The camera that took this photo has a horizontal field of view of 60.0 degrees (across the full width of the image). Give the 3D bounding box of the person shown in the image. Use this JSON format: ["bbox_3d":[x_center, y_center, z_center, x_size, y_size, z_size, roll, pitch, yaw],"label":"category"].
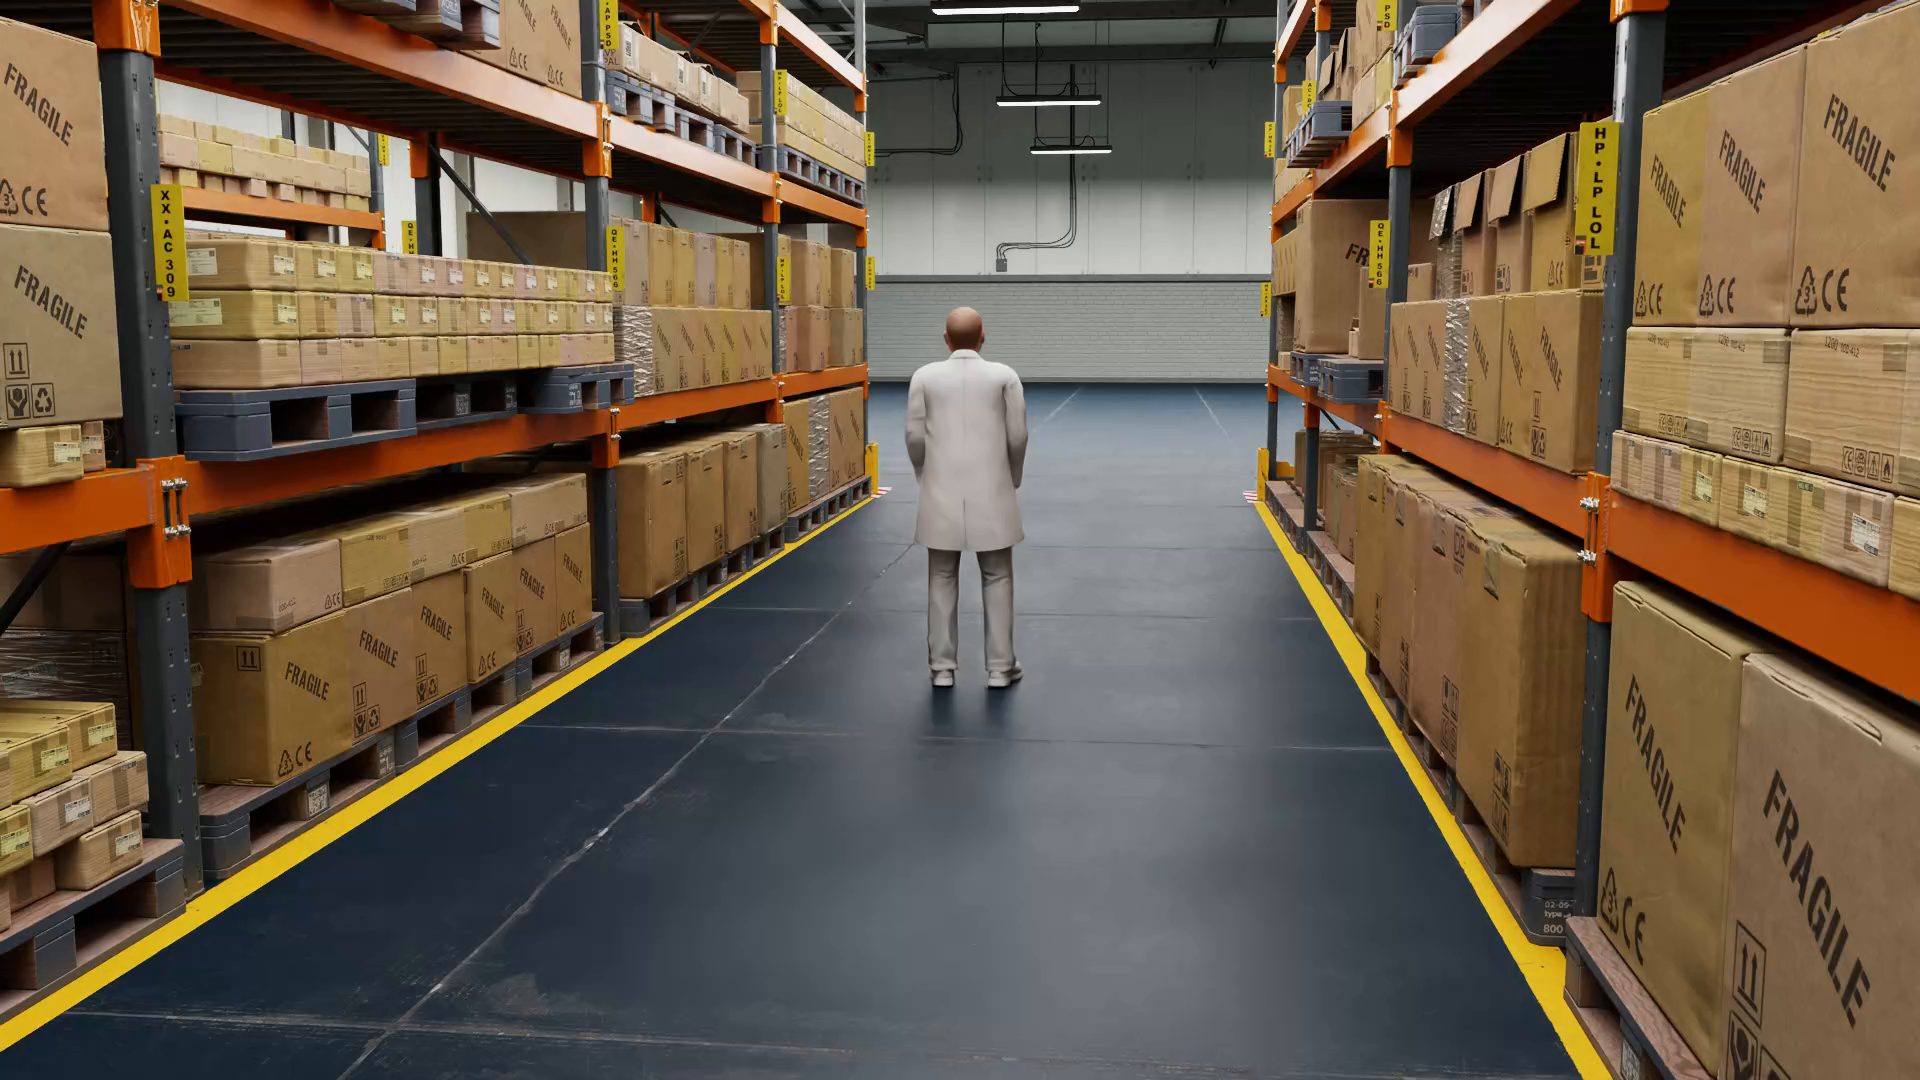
[{"bbox_3d":[0.031,-0.200,7.875,0.643,1.774,0.420,1,7,6],"label":"person"}]
